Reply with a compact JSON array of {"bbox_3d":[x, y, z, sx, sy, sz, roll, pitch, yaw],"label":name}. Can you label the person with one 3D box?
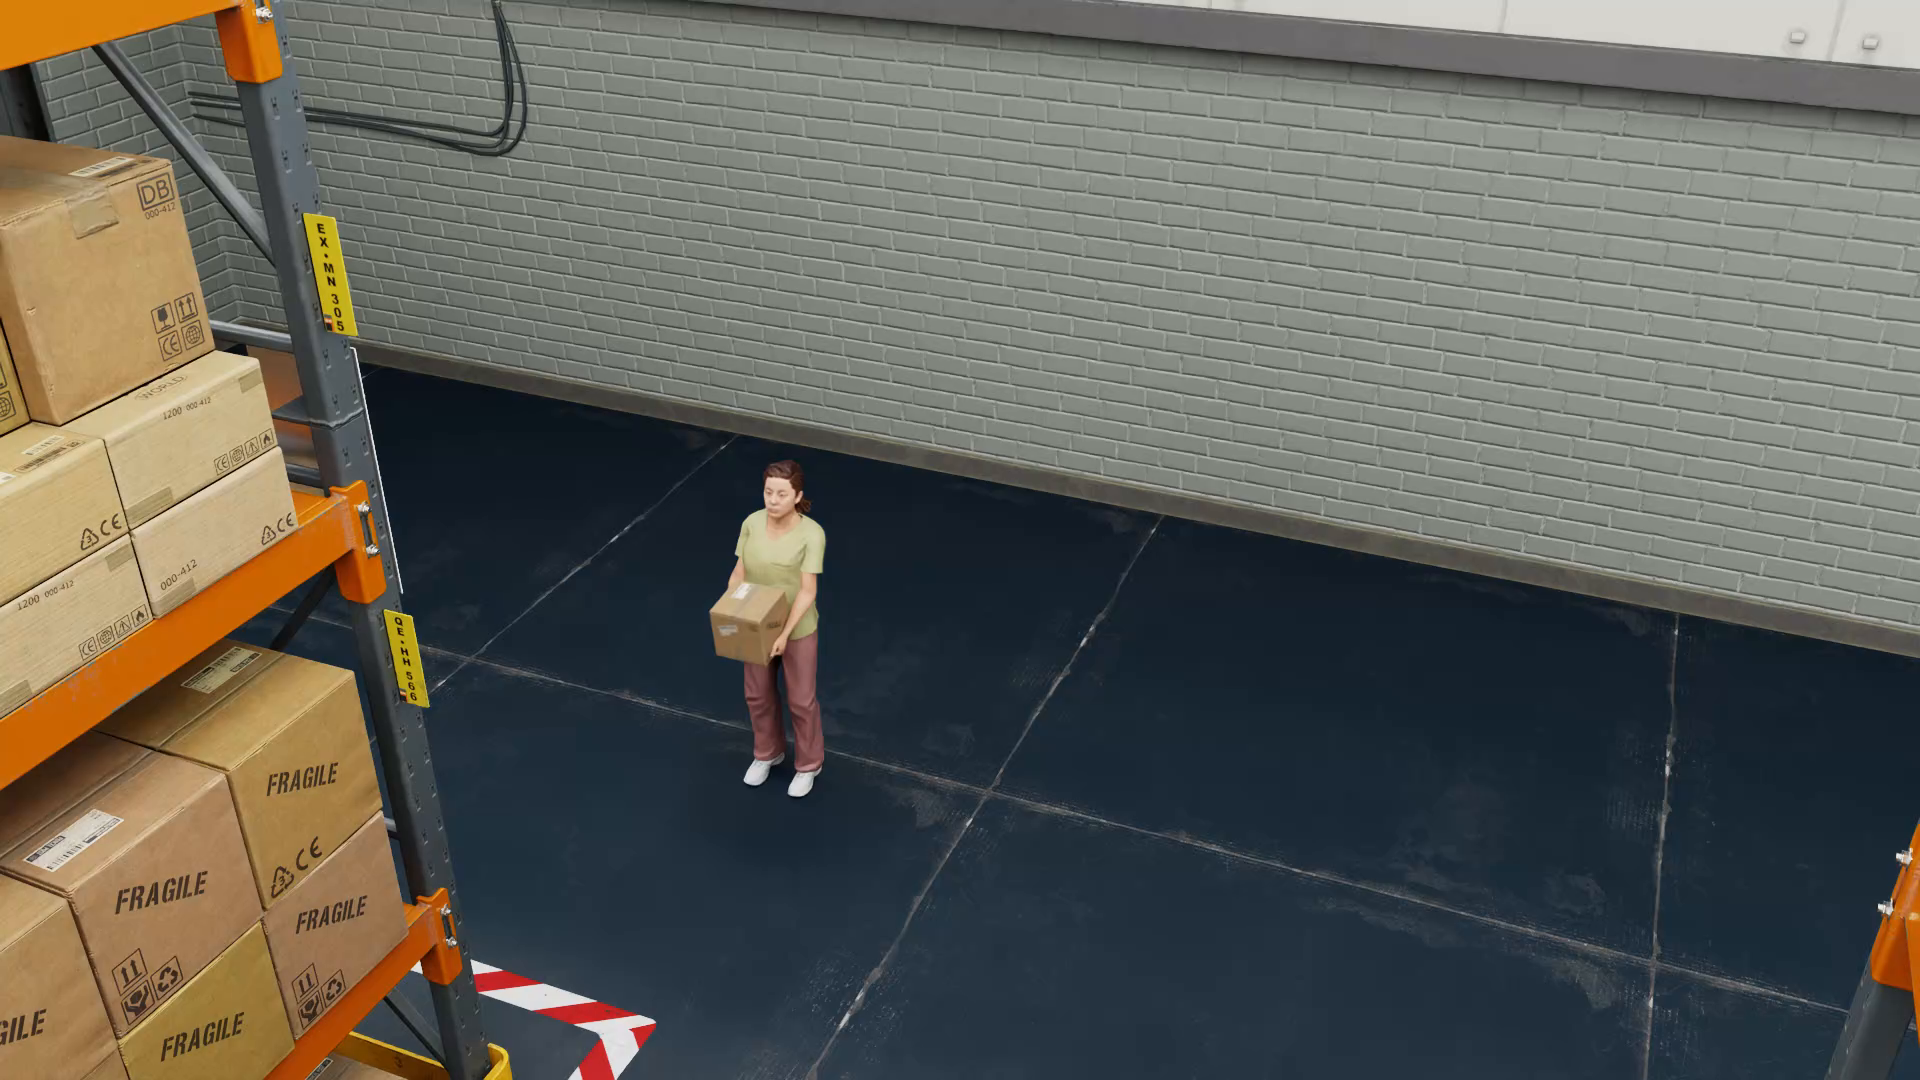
[{"bbox_3d":[-0.844,0.441,7.638,0.431,1.656,0.550,11,32,19],"label":"person"}]
